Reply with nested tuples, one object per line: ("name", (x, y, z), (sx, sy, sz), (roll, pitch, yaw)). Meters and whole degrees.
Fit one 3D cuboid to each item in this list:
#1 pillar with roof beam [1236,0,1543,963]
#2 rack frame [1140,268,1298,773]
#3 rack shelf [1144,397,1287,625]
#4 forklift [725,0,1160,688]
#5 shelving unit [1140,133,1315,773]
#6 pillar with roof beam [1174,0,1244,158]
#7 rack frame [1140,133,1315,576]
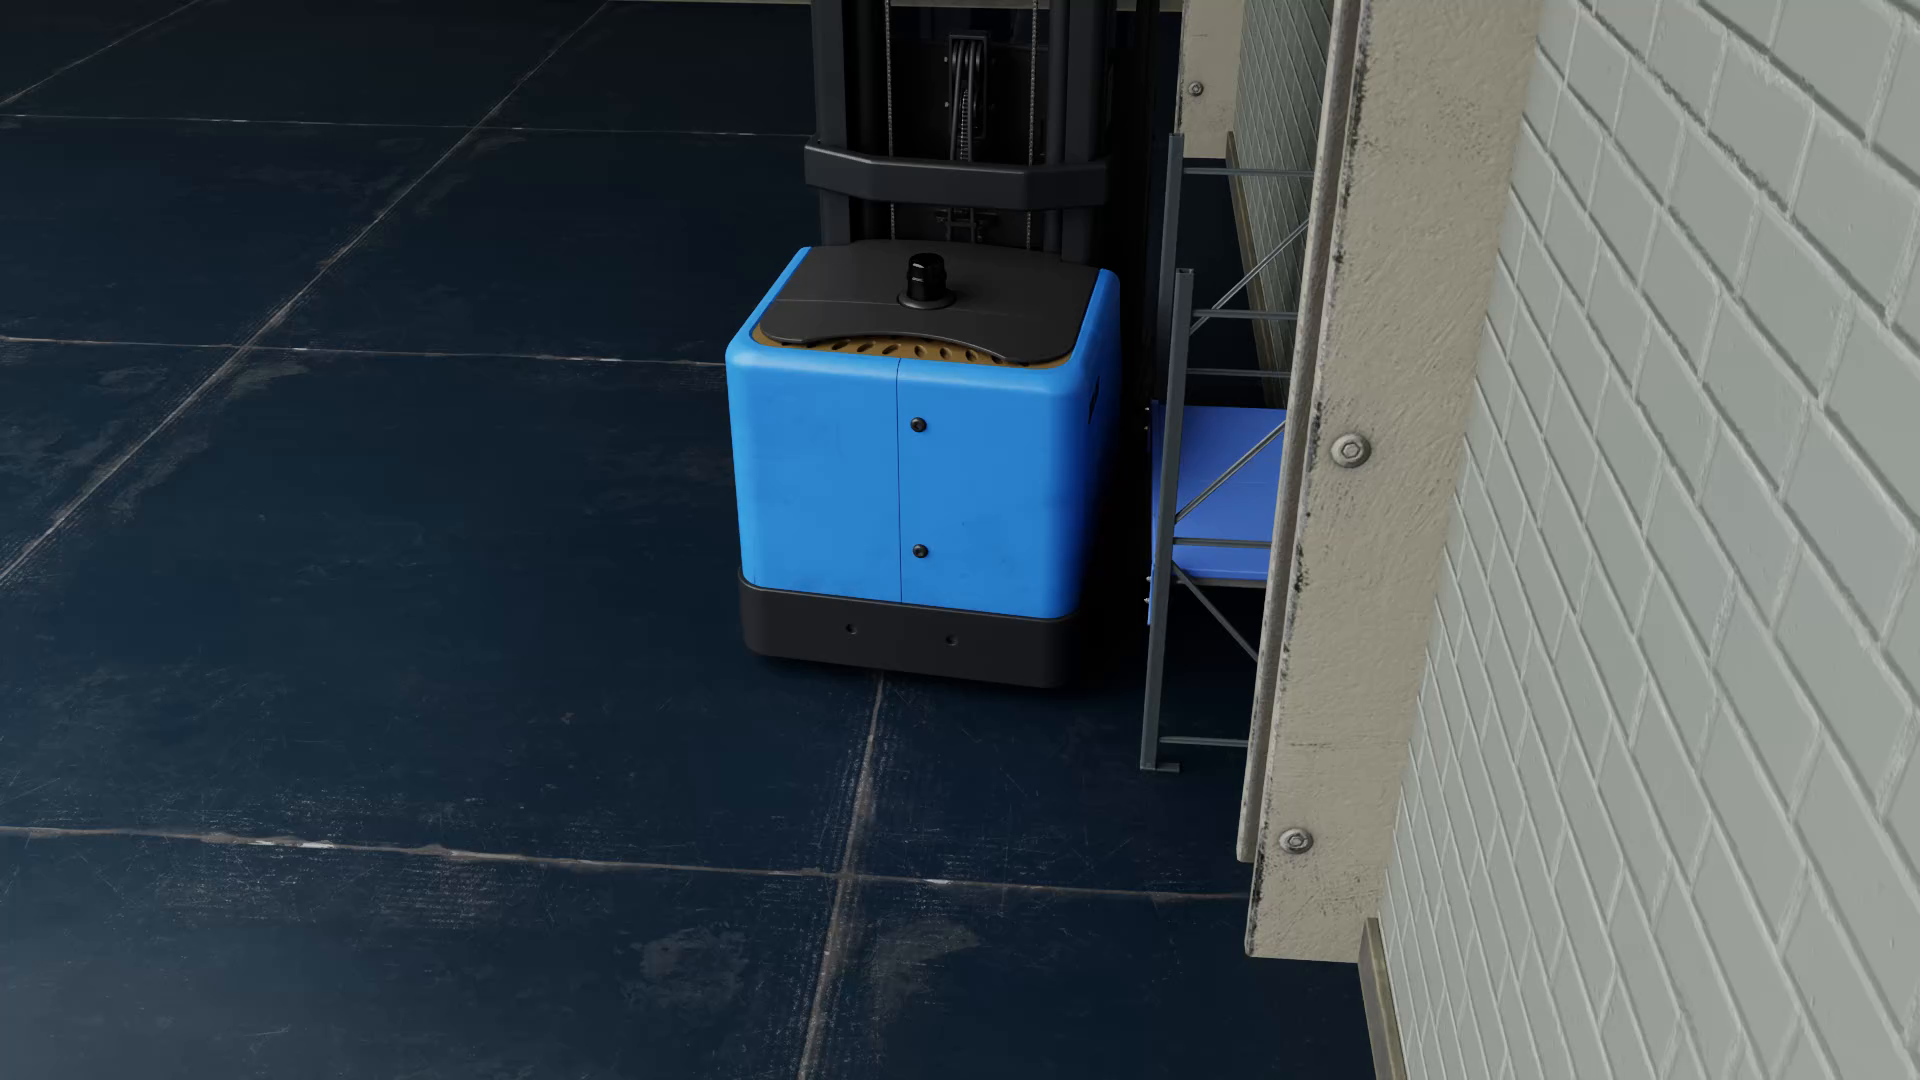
("pillar with roof beam", (-3.417, -3.089, 2.185), (9.100, 9.000, 0.400), (2, 32, 4))
("rack frame", (0.759, 0.016, 4.295), (0.500, 1.500, 0.032), (3, 32, 4))
("rack shelf", (0.805, -0.097, 4.821), (0.538, 0.185, 1.000), (3, 32, 4))
("forklift", (0.122, -1.571, 5.506), (1.130, 2.935, 3.031), (6, 32, 10))
("shelving unit", (0.805, -0.250, 4.726), (0.538, 1.500, 1.048), (3, 32, 4))
("pillar with roof beam", (-2.929, -6.226, 7.276), (9.100, 9.000, 0.400), (2, 32, 4))
("rack frame", (0.852, -0.516, 5.157), (0.500, 1.500, 0.032), (3, 32, 4))
